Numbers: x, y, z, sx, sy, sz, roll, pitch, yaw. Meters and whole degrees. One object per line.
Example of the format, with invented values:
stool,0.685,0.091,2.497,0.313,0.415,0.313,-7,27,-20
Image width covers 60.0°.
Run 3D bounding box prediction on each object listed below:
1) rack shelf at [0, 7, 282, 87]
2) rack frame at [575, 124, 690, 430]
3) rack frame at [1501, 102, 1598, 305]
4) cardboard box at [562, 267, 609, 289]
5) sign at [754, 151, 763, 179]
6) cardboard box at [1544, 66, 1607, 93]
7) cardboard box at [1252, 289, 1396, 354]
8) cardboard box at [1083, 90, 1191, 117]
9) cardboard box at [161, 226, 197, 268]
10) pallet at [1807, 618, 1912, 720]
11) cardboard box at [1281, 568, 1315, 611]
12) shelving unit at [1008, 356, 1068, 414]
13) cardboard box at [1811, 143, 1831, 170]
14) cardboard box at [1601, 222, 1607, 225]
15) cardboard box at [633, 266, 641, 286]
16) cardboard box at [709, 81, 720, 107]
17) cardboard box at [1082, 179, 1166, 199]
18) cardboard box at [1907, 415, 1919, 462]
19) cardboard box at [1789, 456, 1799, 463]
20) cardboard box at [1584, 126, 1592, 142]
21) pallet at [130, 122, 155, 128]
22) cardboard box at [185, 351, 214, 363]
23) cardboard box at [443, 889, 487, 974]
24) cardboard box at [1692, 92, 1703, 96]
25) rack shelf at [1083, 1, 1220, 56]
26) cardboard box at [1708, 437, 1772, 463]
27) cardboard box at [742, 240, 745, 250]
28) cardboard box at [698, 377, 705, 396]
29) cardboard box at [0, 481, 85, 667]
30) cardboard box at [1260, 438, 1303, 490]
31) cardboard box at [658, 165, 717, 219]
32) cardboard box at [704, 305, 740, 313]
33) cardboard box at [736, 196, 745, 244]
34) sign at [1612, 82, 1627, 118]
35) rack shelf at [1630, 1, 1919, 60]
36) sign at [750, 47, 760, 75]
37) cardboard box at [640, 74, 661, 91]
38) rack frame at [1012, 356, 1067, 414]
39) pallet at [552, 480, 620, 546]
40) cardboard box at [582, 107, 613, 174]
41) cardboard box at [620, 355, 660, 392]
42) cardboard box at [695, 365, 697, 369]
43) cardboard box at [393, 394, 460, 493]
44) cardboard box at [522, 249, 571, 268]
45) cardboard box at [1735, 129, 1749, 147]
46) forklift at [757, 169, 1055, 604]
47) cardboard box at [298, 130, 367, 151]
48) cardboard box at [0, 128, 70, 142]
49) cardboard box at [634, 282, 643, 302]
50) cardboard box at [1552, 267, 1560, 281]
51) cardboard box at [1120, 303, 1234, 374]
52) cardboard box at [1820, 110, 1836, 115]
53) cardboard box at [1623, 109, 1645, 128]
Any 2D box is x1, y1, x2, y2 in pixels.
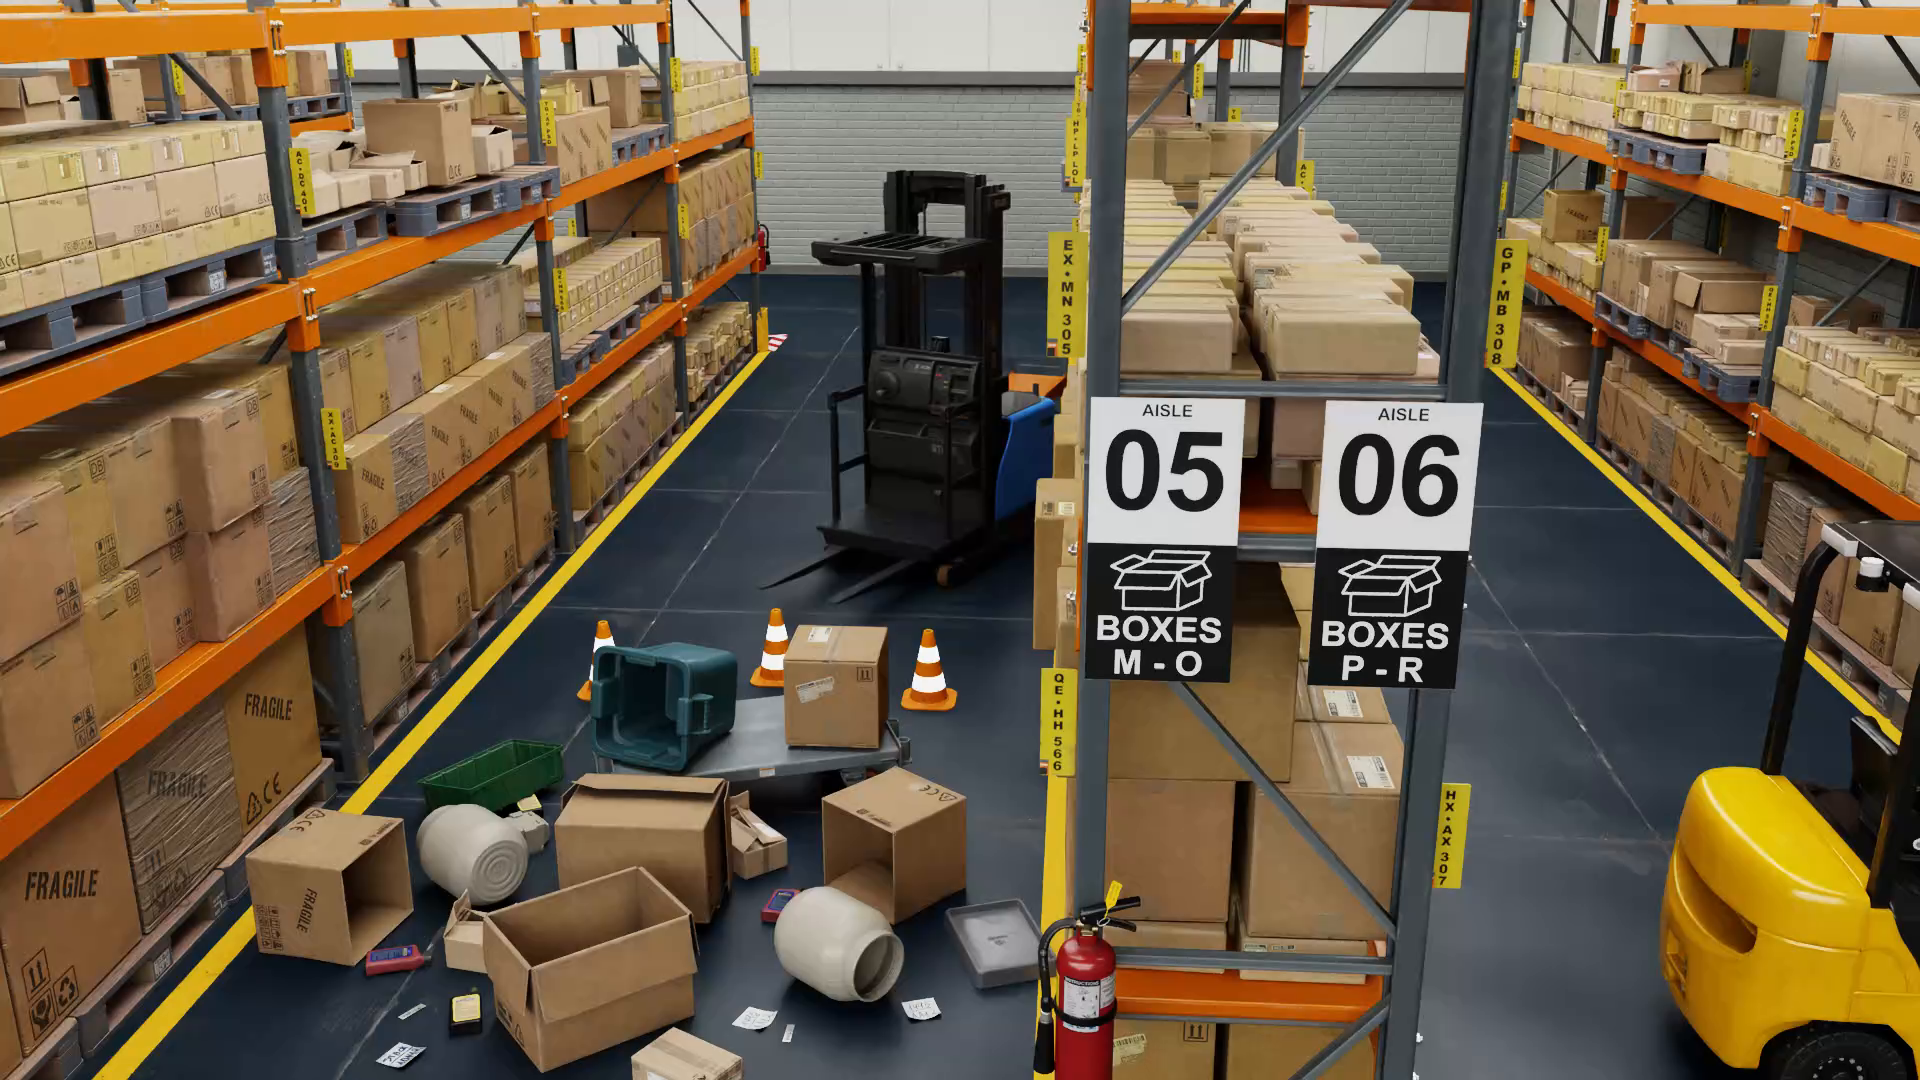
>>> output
rack shelf,-3.972,-1.787,6.223,1.077,0.370,4.000,1,18,4
rack frame,-3.256,-2.574,16.461,1.000,3.000,0.127,1,18,4
rack frame,6.927,-3.628,19.677,1.000,3.000,0.127,1,18,4
cardboard box,-3.223,-2.242,14.222,0.380,0.149,0.250,2,18,6
sign,-2.417,-4.498,19.966,0.100,0.325,0.005,1,18,4
cardboard box,6.567,-4.915,17.747,0.500,0.250,0.500,1,18,3
cardboard box,1.060,-0.637,4.857,0.380,0.149,0.250,1,18,4
cardboard box,1.279,-3.047,12.248,0.797,0.503,0.637,0,18,1
cardboard box,-3.590,-1.284,7.276,0.380,0.149,0.250,1,18,4
pallet,6.165,0.815,10.597,1.003,0.211,1.213,1,18,4
cardboard box,1.237,0.425,6.671,0.500,0.500,0.500,1,18,3
shelving unit,0.556,-0.933,14.463,0.538,1.125,1.048,5,19,16
cardboard box,6.026,-2.603,11.272,0.380,0.166,0.250,1,18,4
cardboard box,7.159,-3.549,19.200,0.500,0.250,0.500,2,18,6
cardboard box,-3.141,-2.424,15.254,0.380,0.149,0.250,1,18,2
cardboard box,-2.871,-4.785,17.830,0.500,0.250,0.500,0,18,2
cardboard box,0.767,-1.605,7.809,0.380,0.149,0.250,1,18,3
cardboard box,5.919,-0.544,9.703,0.500,0.250,0.500,2,18,5
cardboard box,6.718,-0.431,13.262,0.500,0.500,0.500,1,18,4
cardboard box,6.442,-4.045,16.536,0.380,0.149,0.250,1,18,4
pallet,-8.212,-3.765,15.585,0.805,0.209,1.217,1,18,2
cardboard box,-8.221,-1.707,16.552,1.225,0.875,0.875,1,18,4
cardboard box,-2.115,1.785,7.550,0.396,0.266,0.258,4,19,13
cardboard box,6.739,-3.904,14.793,0.380,0.149,0.250,1,18,4
rack shelf,1.546,-4.193,13.564,1.077,0.370,4.000,1,18,4
cardboard box,6.125,-0.707,13.063,0.380,0.149,0.250,0,18,1
cardboard box,-2.765,-3.513,19.730,0.380,0.149,0.250,1,18,4
cardboard box,-2.890,-1.607,17.415,0.380,0.149,0.250,2,18,6
cardboard box,-3.927,0.110,6.294,0.875,0.550,0.550,1,18,4
cardboard box,1.106,-0.253,4.965,0.380,0.149,0.250,1,18,2
cardboard box,-2.891,-3.690,17.623,0.500,0.500,0.500,2,18,5
cardboard box,-2.829,-2.697,19.785,0.380,0.149,0.250,2,18,5
cardboard box,-2.786,-3.700,19.259,0.500,0.500,0.500,1,18,3
sign,6.098,-4.066,15.367,0.100,0.325,0.005,1,18,4
rack shelf,6.497,-4.083,13.230,1.077,0.370,4.000,1,18,4
sign,-2.417,-5.644,19.591,0.100,0.325,0.005,1,18,4
cardboard box,-2.993,-4.440,16.137,0.380,0.149,0.250,1,18,3
rack frame,0.704,-1.084,14.925,0.500,1.125,0.032,5,19,16
pallet,-3.485,-0.249,13.845,1.003,0.211,1.213,1,18,4
cardboard box,-3.176,-3.287,13.659,0.500,0.500,0.500,1,18,4
cardboard box,-3.107,-1.546,15.459,0.500,0.250,0.500,2,18,7
cardboard box,-3.000,-1.823,17.595,0.380,0.149,0.250,1,18,4
cardboard box,-3.449,-0.606,10.295,0.500,0.500,0.500,1,18,4
cardboard box,-3.798,-2.581,15.256,0.380,0.149,0.250,1,18,3
cardboard box,6.263,-3.118,12.904,0.380,0.149,0.250,1,18,4
forklift,-0.387,-1.206,12.396,1.130,2.935,3.031,10,21,28
cardboard box,-3.886,-2.427,10.503,0.500,0.311,0.500,1,18,3
cardboard box,-4.230,-1.758,7.442,0.380,0.149,0.250,1,18,3
cardboard box,-3.143,-2.291,15.325,0.380,0.149,0.250,0,18,1
cardboard box,6.540,-2.849,17.705,0.380,0.149,0.250,1,18,4
cardboard box,0.559,-0.565,4.634,0.380,0.149,0.250,1,18,4
cardboard box,6.691,-3.175,12.602,0.380,0.149,0.250,2,18,6
cardboard box,6.169,-3.775,14.877,0.380,0.149,0.250,1,18,5
